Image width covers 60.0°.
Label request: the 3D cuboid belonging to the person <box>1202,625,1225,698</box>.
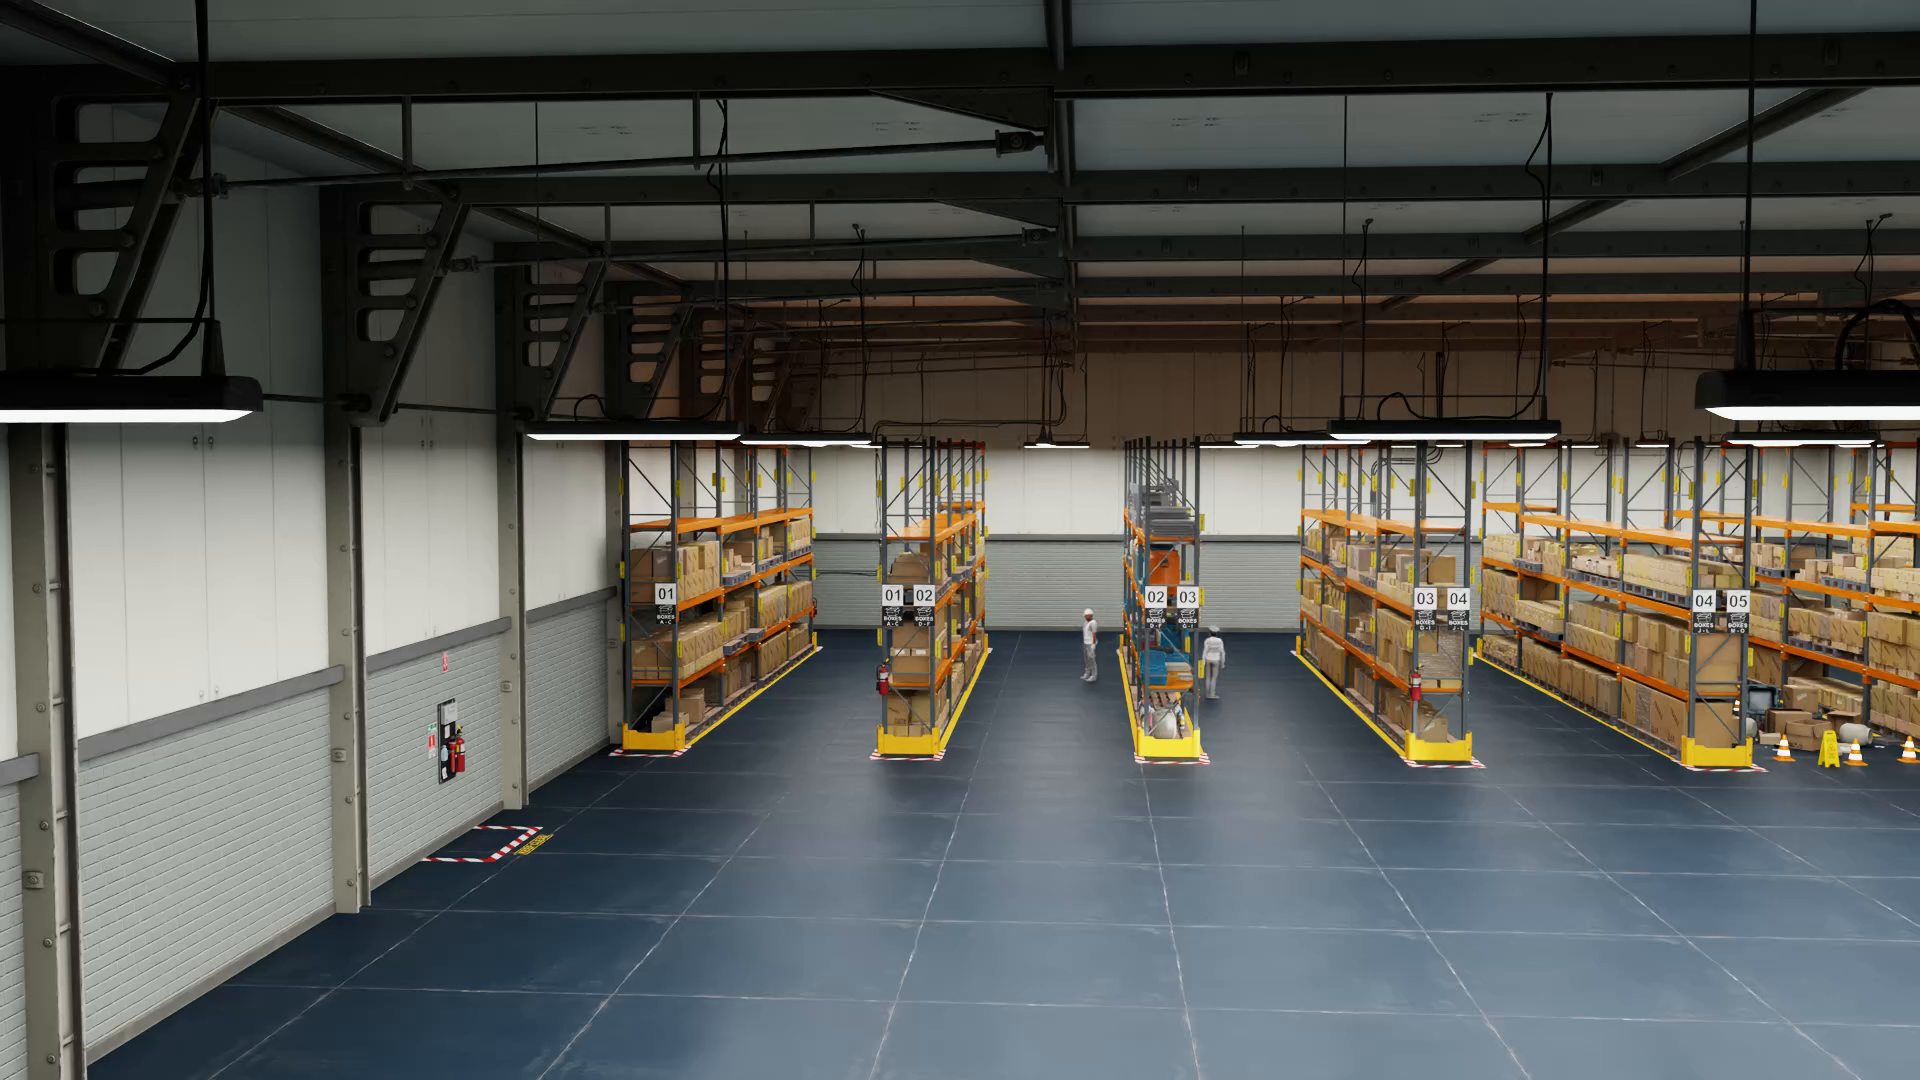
[{"bbox_3d":[5.866,2.818,38.410,0.500,1.692,0.381,2,3,27],"label":"person"}]

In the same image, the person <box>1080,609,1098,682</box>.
[{"bbox_3d":[3.220,2.608,41.491,0.414,1.783,0.627,-1,3,-12],"label":"person"}]
